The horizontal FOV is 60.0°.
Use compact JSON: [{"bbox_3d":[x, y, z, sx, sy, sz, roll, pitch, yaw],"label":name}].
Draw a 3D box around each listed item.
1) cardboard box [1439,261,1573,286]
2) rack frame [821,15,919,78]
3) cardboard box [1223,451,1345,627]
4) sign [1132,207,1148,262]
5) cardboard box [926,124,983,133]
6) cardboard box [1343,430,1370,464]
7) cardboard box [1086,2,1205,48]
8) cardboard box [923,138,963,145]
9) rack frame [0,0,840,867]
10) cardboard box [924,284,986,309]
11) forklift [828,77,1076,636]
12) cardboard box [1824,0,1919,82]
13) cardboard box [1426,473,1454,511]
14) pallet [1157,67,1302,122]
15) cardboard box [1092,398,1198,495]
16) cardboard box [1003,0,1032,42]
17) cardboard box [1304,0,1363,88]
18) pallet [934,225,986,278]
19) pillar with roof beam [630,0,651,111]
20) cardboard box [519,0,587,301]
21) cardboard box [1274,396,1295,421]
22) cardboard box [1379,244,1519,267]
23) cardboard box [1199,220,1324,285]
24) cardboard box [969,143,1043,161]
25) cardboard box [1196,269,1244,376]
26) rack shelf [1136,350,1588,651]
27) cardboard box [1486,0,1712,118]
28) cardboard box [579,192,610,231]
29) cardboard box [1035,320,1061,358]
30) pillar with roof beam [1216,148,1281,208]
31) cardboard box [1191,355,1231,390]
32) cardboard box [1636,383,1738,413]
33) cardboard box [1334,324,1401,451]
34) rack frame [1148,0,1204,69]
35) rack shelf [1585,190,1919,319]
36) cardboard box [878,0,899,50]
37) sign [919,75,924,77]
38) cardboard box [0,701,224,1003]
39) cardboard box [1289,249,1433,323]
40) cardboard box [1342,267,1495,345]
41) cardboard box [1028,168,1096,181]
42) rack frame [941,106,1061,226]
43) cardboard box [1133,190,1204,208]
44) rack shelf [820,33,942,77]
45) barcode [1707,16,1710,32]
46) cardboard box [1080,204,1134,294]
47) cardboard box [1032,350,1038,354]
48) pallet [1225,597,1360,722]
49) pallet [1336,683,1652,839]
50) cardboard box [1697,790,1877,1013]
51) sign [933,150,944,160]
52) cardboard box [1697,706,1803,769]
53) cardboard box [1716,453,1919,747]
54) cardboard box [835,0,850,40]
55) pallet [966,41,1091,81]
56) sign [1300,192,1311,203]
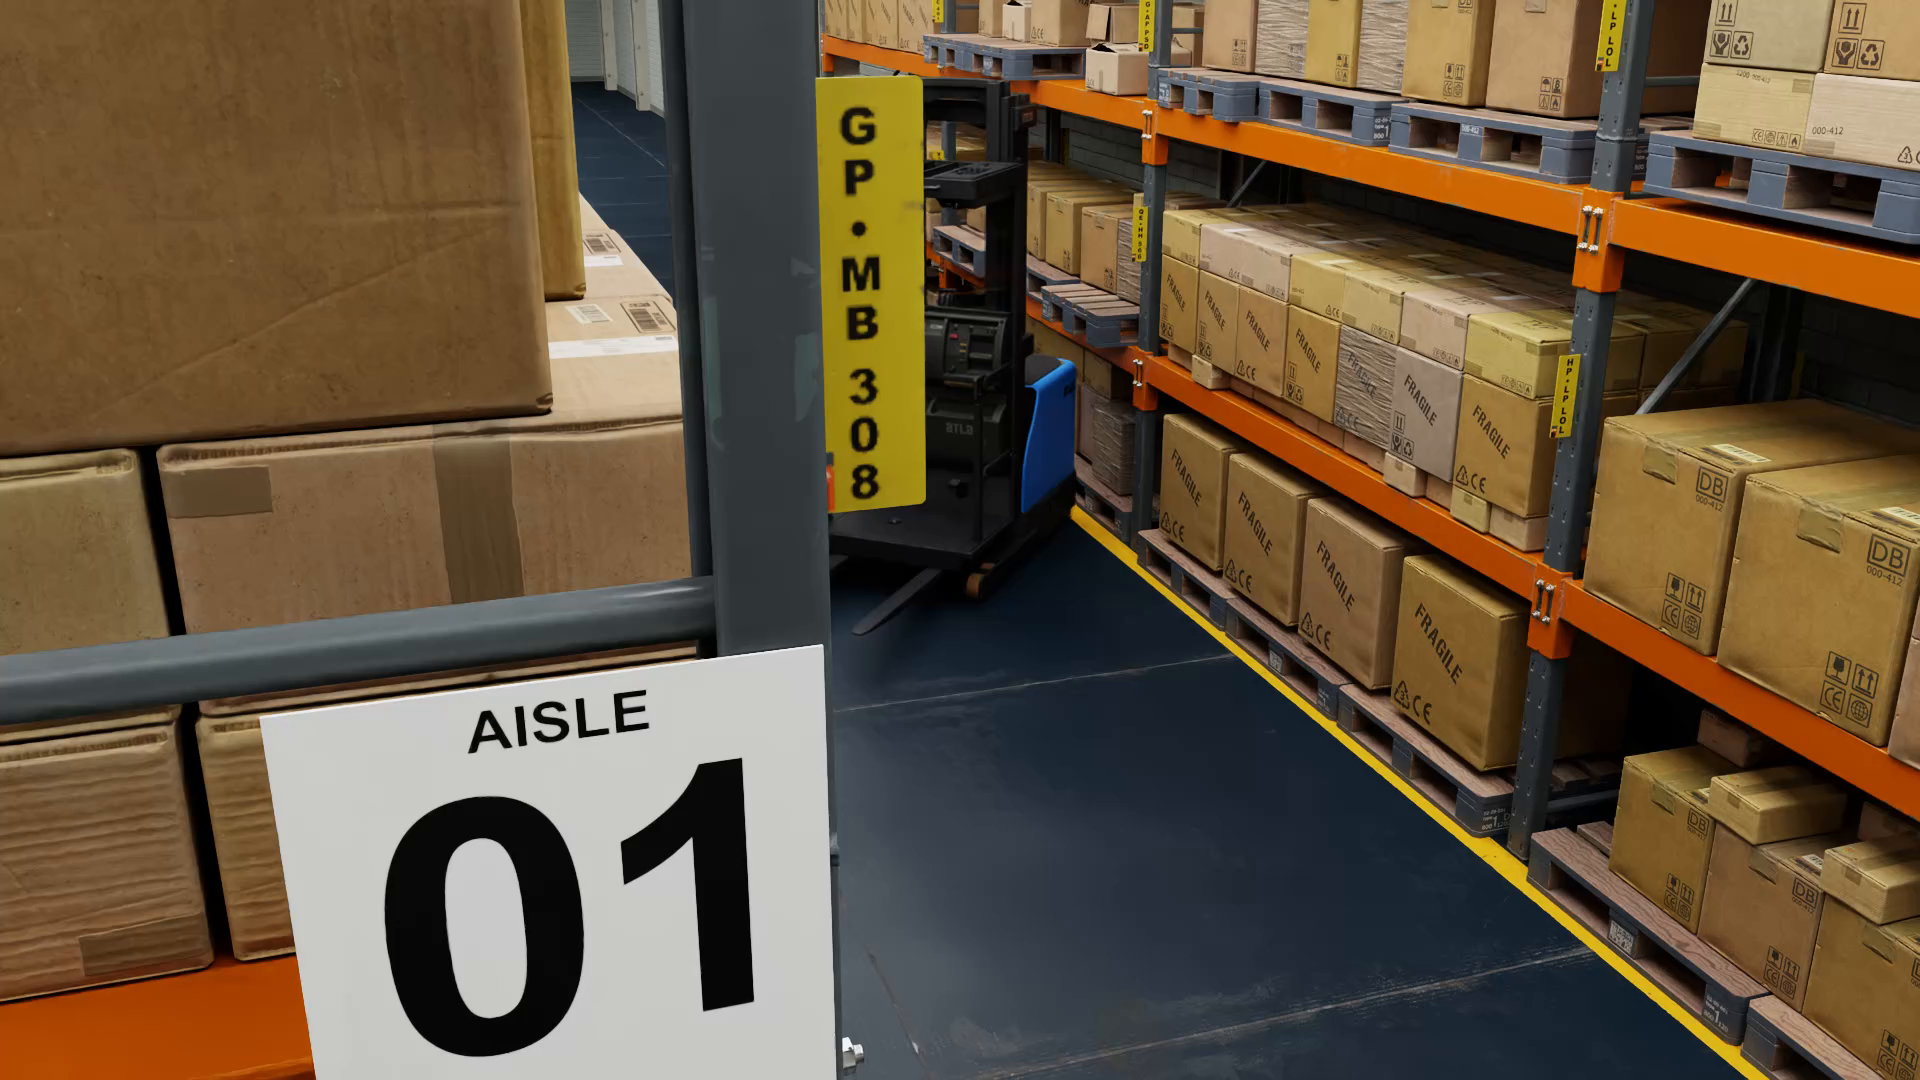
[{"bbox_3d":[2.624,-1.160,7.982,0.500,0.250,0.500,-7,21,-19],"label":"cardboard box"},{"bbox_3d":[-0.918,-3.959,17.501,1.000,3.000,0.127,-6,21,-17],"label":"rack frame"},{"bbox_3d":[1.973,-0.046,9.165,0.750,0.750,0.750,-6,21,-17],"label":"cardboard box"},{"bbox_3d":[1.085,-1.838,10.002,0.100,0.325,0.005,-6,21,-17],"label":"sign"},{"bbox_3d":[-0.094,-3.632,15.674,0.500,0.500,0.500,-6,21,-16],"label":"cardboard box"},{"bbox_3d":[2.121,-0.490,8.185,0.380,0.149,0.250,-7,21,-19],"label":"cardboard box"},{"bbox_3d":[1.277,-3.287,11.011,0.797,0.503,0.637,-3,20,-10],"label":"cardboard box"},{"bbox_3d":[-0.265,-3.245,14.597,0.500,0.500,0.500,-7,21,-18],"label":"cardboard box"},{"bbox_3d":[-0.590,-1.120,0.723,1.000,3.000,0.127,-6,21,-17],"label":"rack frame"},{"bbox_3d":[-0.025,-2.035,15.191,0.500,0.500,0.500,-8,21,-21],"label":"cardboard box"},{"bbox_3d":[-0.248,-1.180,9.867,1.130,2.935,3.031,8,21,21],"label":"forklift"},{"bbox_3d":[2.979,-1.624,4.906,0.500,0.500,0.500,-7,21,-18],"label":"cardboard box"},{"bbox_3d":[2.339,-0.244,7.500,0.380,0.149,0.250,-6,21,-16],"label":"cardboard box"},{"bbox_3d":[1.850,-2.513,9.318,1.213,0.211,1.003,-5,20,-15],"label":"pallet"},{"bbox_3d":[1.321,-0.648,11.329,0.700,0.500,0.500,-6,21,-16],"label":"cardboard box"},{"bbox_3d":[0.629,-3.861,12.302,0.500,0.311,0.500,-6,21,-15],"label":"cardboard box"},{"bbox_3d":[2.182,-2.564,8.383,0.700,0.500,0.500,-5,20,-14],"label":"cardboard box"},{"bbox_3d":[0.442,-2.324,13.233,1.003,0.211,1.213,-6,21,-17],"label":"pallet"},{"bbox_3d":[-11.507,-13.894,36.286,9.100,9.000,0.400,-6,21,-17],"label":"pillar with roof beam"},{"bbox_3d":[-0.844,-0.559,1.970,0.700,0.500,0.500,-6,21,-17],"label":"cardboard box"},{"bbox_3d":[1.911,-0.742,8.888,0.380,0.149,0.250,-6,21,-16],"label":"cardboard box"},{"bbox_3d":[2.464,-1.328,8.449,0.500,0.250,0.500,-7,21,-18],"label":"cardboard box"},{"bbox_3d":[1.664,-1.595,9.194,0.500,0.250,0.500,-7,21,-18],"label":"cardboard box"},{"bbox_3d":[0.390,-3.140,14.304,0.500,0.500,0.500,-7,21,-18],"label":"cardboard box"},{"bbox_3d":[1.662,-1.236,9.302,0.500,0.500,0.500,-6,21,-15],"label":"cardboard box"},{"bbox_3d":[2.225,-0.411,8.688,1.077,0.370,4.000,-6,21,-17],"label":"rack shelf"},{"bbox_3d":[2.682,-2.068,7.000,0.700,0.500,0.500,-8,21,-20],"label":"cardboard box"},{"bbox_3d":[-0.818,-0.387,2.600,0.500,0.250,0.500,-6,21,-17],"label":"cardboard box"},{"bbox_3d":[0.895,-1.517,12.639,0.500,0.250,0.500,-7,21,-19],"label":"cardboard box"},{"bbox_3d":[-2.077,-4.267,9.483,9.100,9.000,0.400,-6,21,-17],"label":"pillar with roof beam"},{"bbox_3d":[1.555,-0.976,9.539,0.380,0.149,0.250,-6,21,-16],"label":"cardboard box"},{"bbox_3d":[2.949,-0.479,7.194,0.500,0.500,0.500,-7,21,-19],"label":"cardboard box"},{"bbox_3d":[2.150,-0.750,7.951,0.500,0.500,0.500,-6,21,-17],"label":"cardboard box"},{"bbox_3d":[1.597,-4.215,9.339,1.000,3.000,0.127,-6,21,-17],"label":"rack frame"},{"bbox_3d":[3.483,-0.539,4.607,1.077,0.370,4.000,-6,21,-17],"label":"rack shelf"},{"bbox_3d":[-0.411,-4.617,14.717,0.500,0.500,0.500,-7,21,-19],"label":"cardboard box"},{"bbox_3d":[-0.384,-4.705,17.398,0.100,0.325,0.005,-6,21,-17],"label":"sign"},{"bbox_3d":[-1.002,0.225,1.636,0.500,0.250,0.500,-6,21,-17],"label":"cardboard box"},{"bbox_3d":[1.992,-1.272,8.294,0.500,0.250,0.500,-7,21,-18],"label":"cardboard box"},{"bbox_3d":[2.153,-1.109,7.839,0.500,0.250,0.500,-6,21,-16],"label":"cardboard box"},{"bbox_3d":[0.636,-2.582,12.869,0.700,0.500,0.500,-4,20,-12],"label":"cardboard box"},{"bbox_3d":[0.340,-2.675,13.927,1.000,3.000,0.127,-6,21,-17],"label":"rack frame"},{"bbox_3d":[1.345,-2.160,10.735,0.380,0.149,0.250,-10,22,-26],"label":"cardboard box"},{"bbox_3d":[-0.289,-4.390,15.328,1.077,0.370,4.000,-6,21,-17],"label":"rack shelf"},{"bbox_3d":[3.007,-2.055,6.638,0.001,0.075,0.075,-5,20,-12],"label":"barcode"},{"bbox_3d":[1.238,-1.972,11.170,0.700,0.500,0.500,-8,21,-22],"label":"cardboard box"},{"bbox_3d":[0.797,-1.311,13.176,0.700,0.500,0.500,-7,21,-18],"label":"cardboard box"},{"bbox_3d":[2.153,0.573,9.010,1.003,0.211,1.213,-6,21,-17],"label":"pallet"},{"bbox_3d":[2.540,0.965,7.918,1.003,0.211,1.213,-6,21,-17],"label":"pallet"},{"bbox_3d":[3.147,1.283,5.983,0.700,0.500,0.500,-7,21,-18],"label":"cardboard box"},{"bbox_3d":[-0.173,-3.022,13.613,0.100,0.325,0.005,-6,21,-17],"label":"sign"},{"bbox_3d":[3.135,0.749,6.511,0.380,0.149,0.250,-7,21,-18],"label":"cardboard box"},{"bbox_3d":[3.233,0.162,5.585,0.980,0.700,0.700,-7,21,-19],"label":"cardboard box"},{"bbox_3d":[-0.915,-5.117,16.110,0.500,0.500,0.500,-5,20,-14],"label":"cardboard box"},{"bbox_3d":[0.761,-3.456,11.943,1.213,0.211,1.003,-6,21,-17],"label":"pallet"},{"bbox_3d":[2.123,-1.996,10.325,0.100,0.325,0.005,-6,21,-17],"label":"sign"}]
